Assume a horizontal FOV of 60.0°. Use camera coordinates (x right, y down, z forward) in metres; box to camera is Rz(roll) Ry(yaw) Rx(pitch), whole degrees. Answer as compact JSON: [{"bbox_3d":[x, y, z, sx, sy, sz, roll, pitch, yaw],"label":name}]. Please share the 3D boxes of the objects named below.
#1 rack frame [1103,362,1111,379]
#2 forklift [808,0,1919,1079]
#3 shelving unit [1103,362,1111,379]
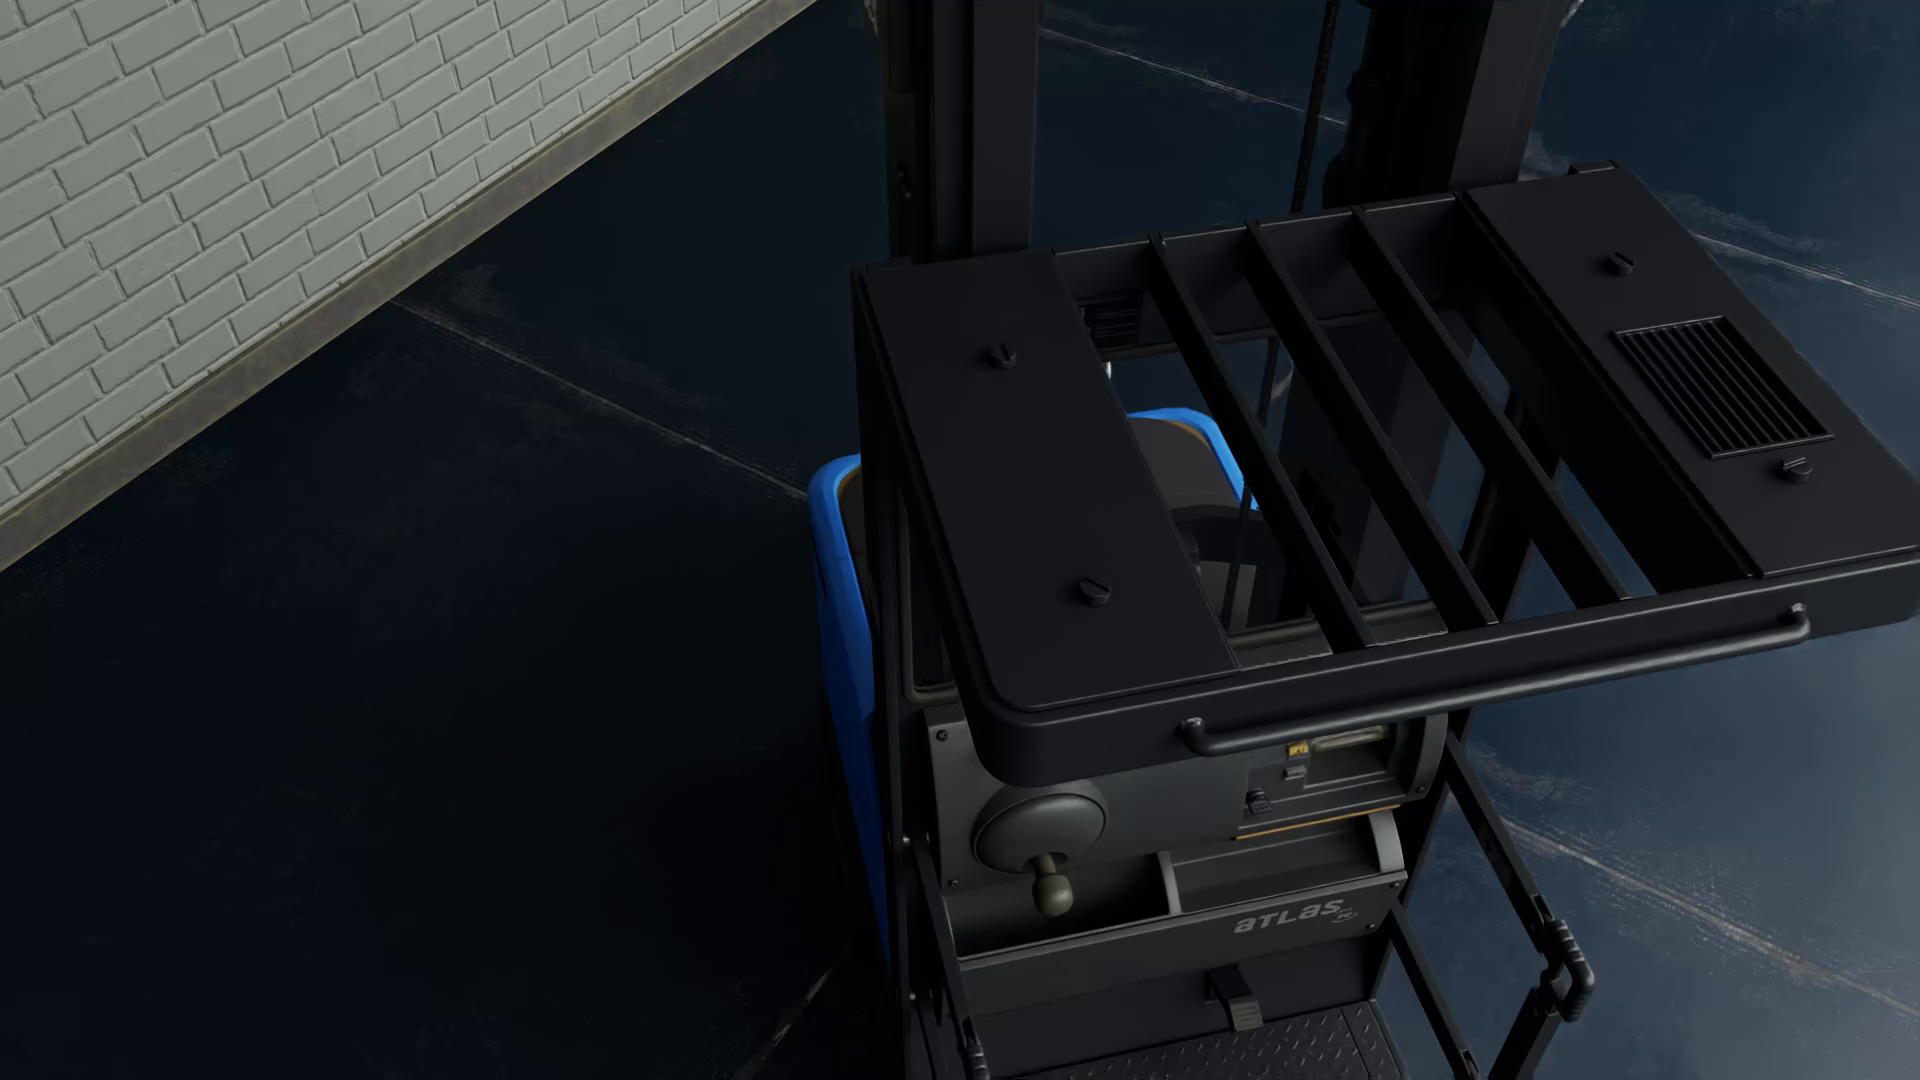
[{"bbox_3d":[0.345,-0.260,4.666,0.015,1.200,0.240,25,51,22],"label":"rack frame"},{"bbox_3d":[0.456,0.490,2.731,1.130,2.935,3.031,-9,47,-9],"label":"forklift"},{"bbox_3d":[0.139,-0.354,4.757,0.503,1.200,0.258,25,51,22],"label":"shelving unit"}]
